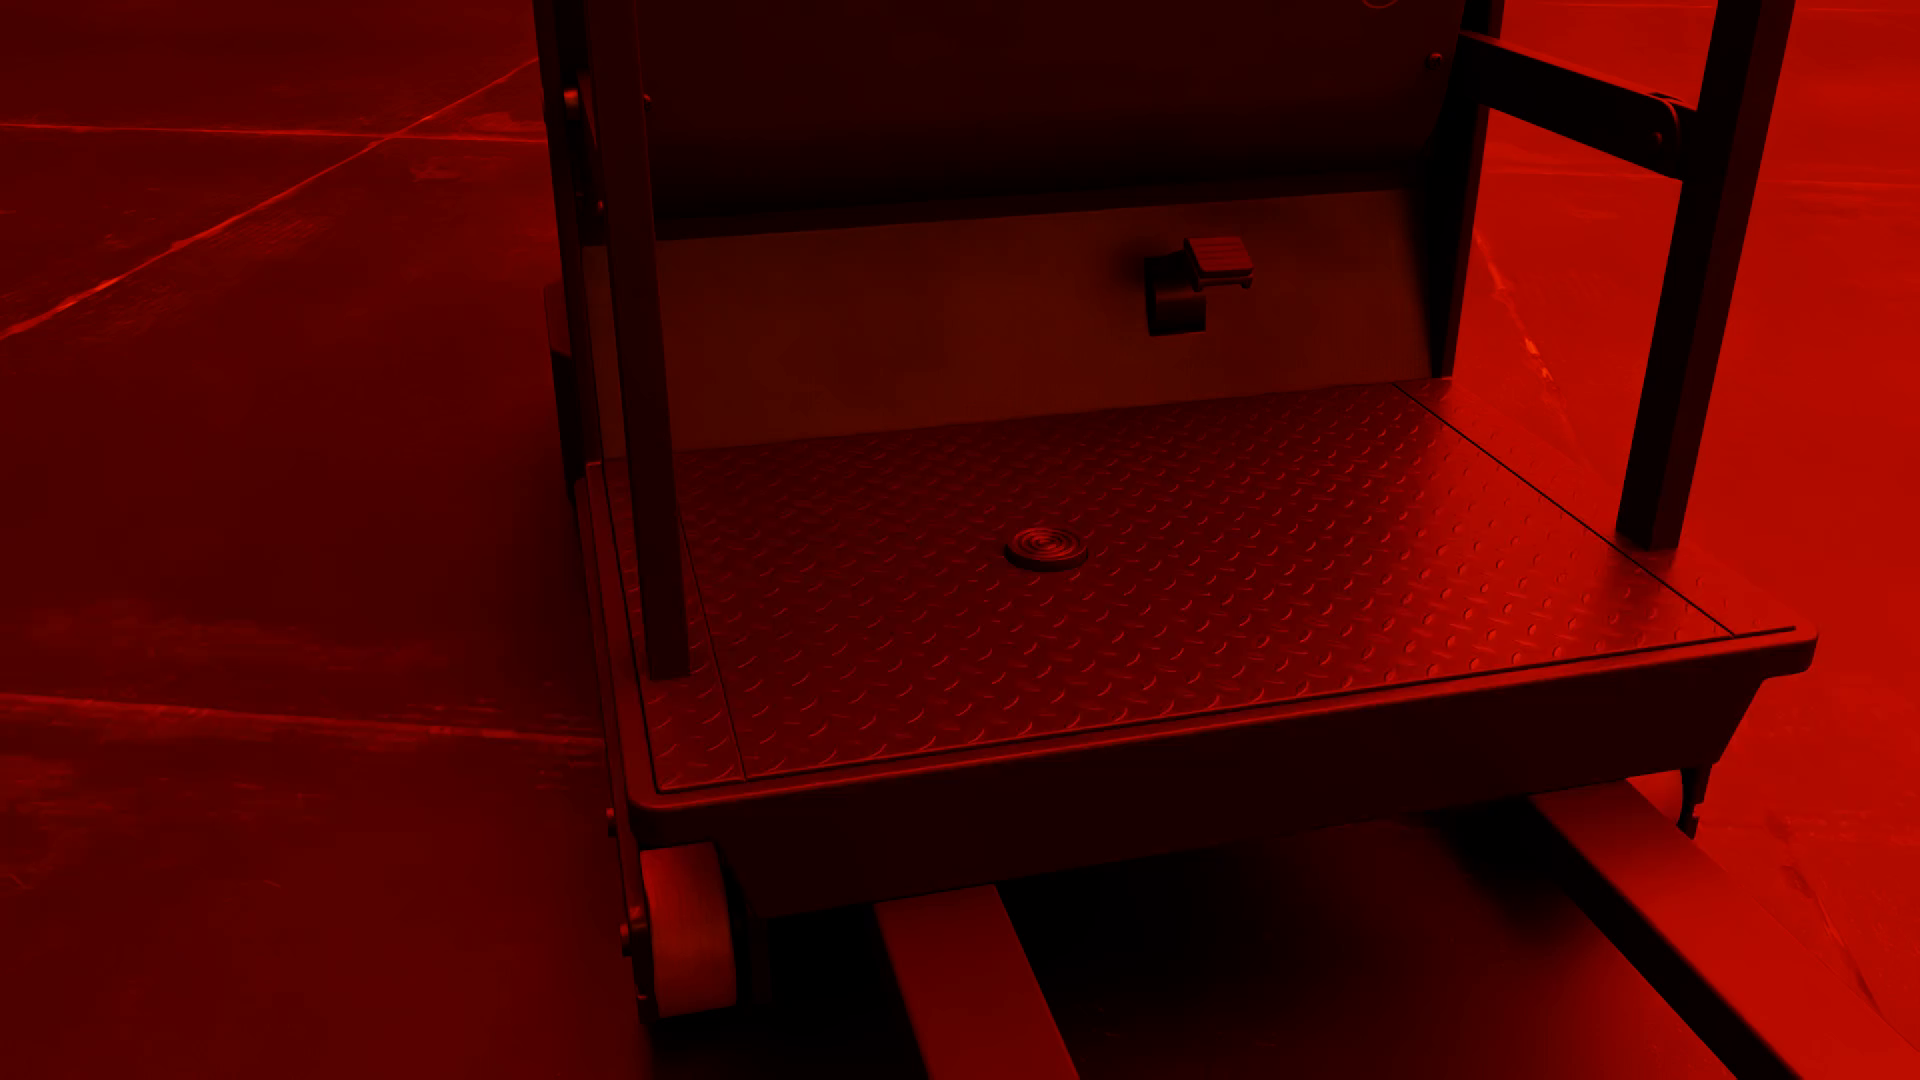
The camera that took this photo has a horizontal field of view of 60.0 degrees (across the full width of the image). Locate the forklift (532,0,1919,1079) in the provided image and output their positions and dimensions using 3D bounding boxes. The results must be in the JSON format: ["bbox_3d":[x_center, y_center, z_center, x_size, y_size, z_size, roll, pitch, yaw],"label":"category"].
[{"bbox_3d":[0.153,-1.049,1.319,1.130,2.935,3.031,-7,27,-13],"label":"forklift"}]
